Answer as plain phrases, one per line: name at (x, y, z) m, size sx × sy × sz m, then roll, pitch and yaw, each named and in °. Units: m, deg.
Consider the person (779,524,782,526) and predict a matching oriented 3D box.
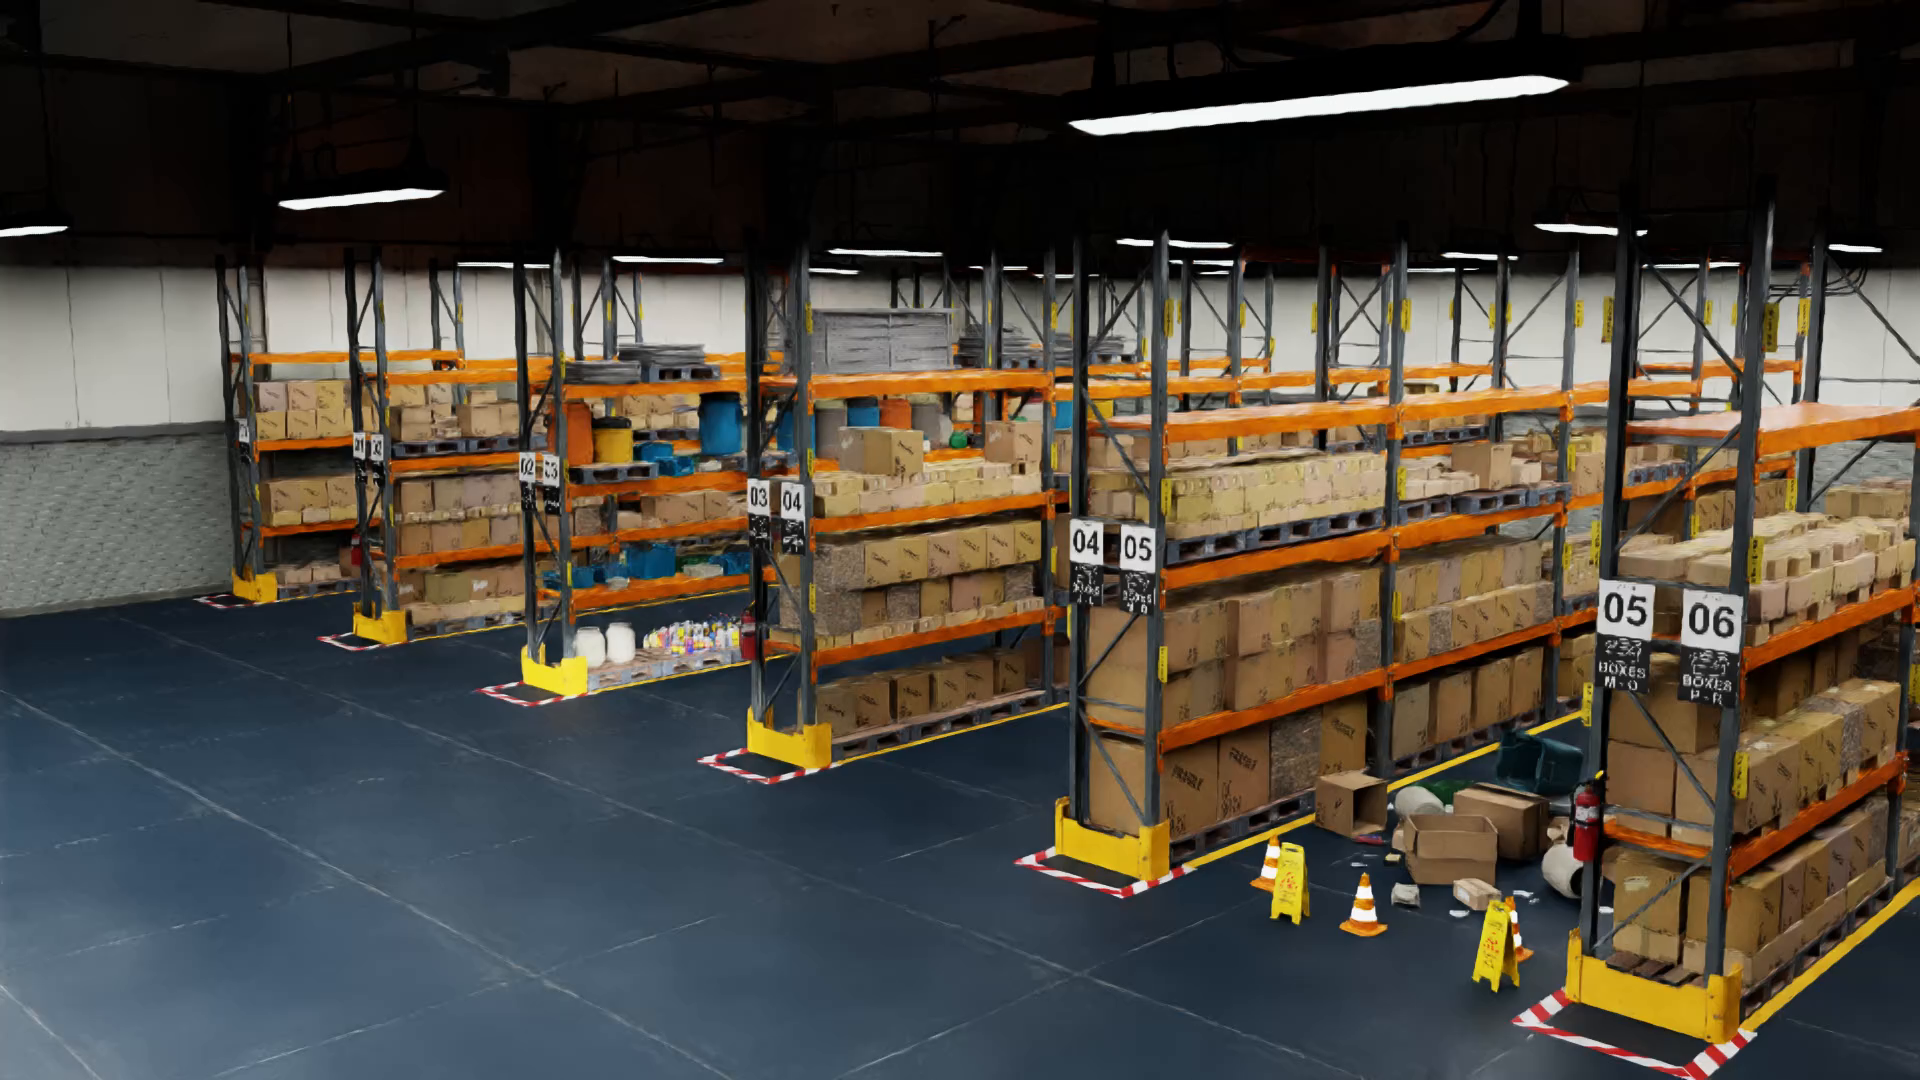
person at (-3.498, -0.423, 33.468) m, size 0.695 × 1.735 × 0.549 m, roll 8°, pitch 11°, yaw 43°
